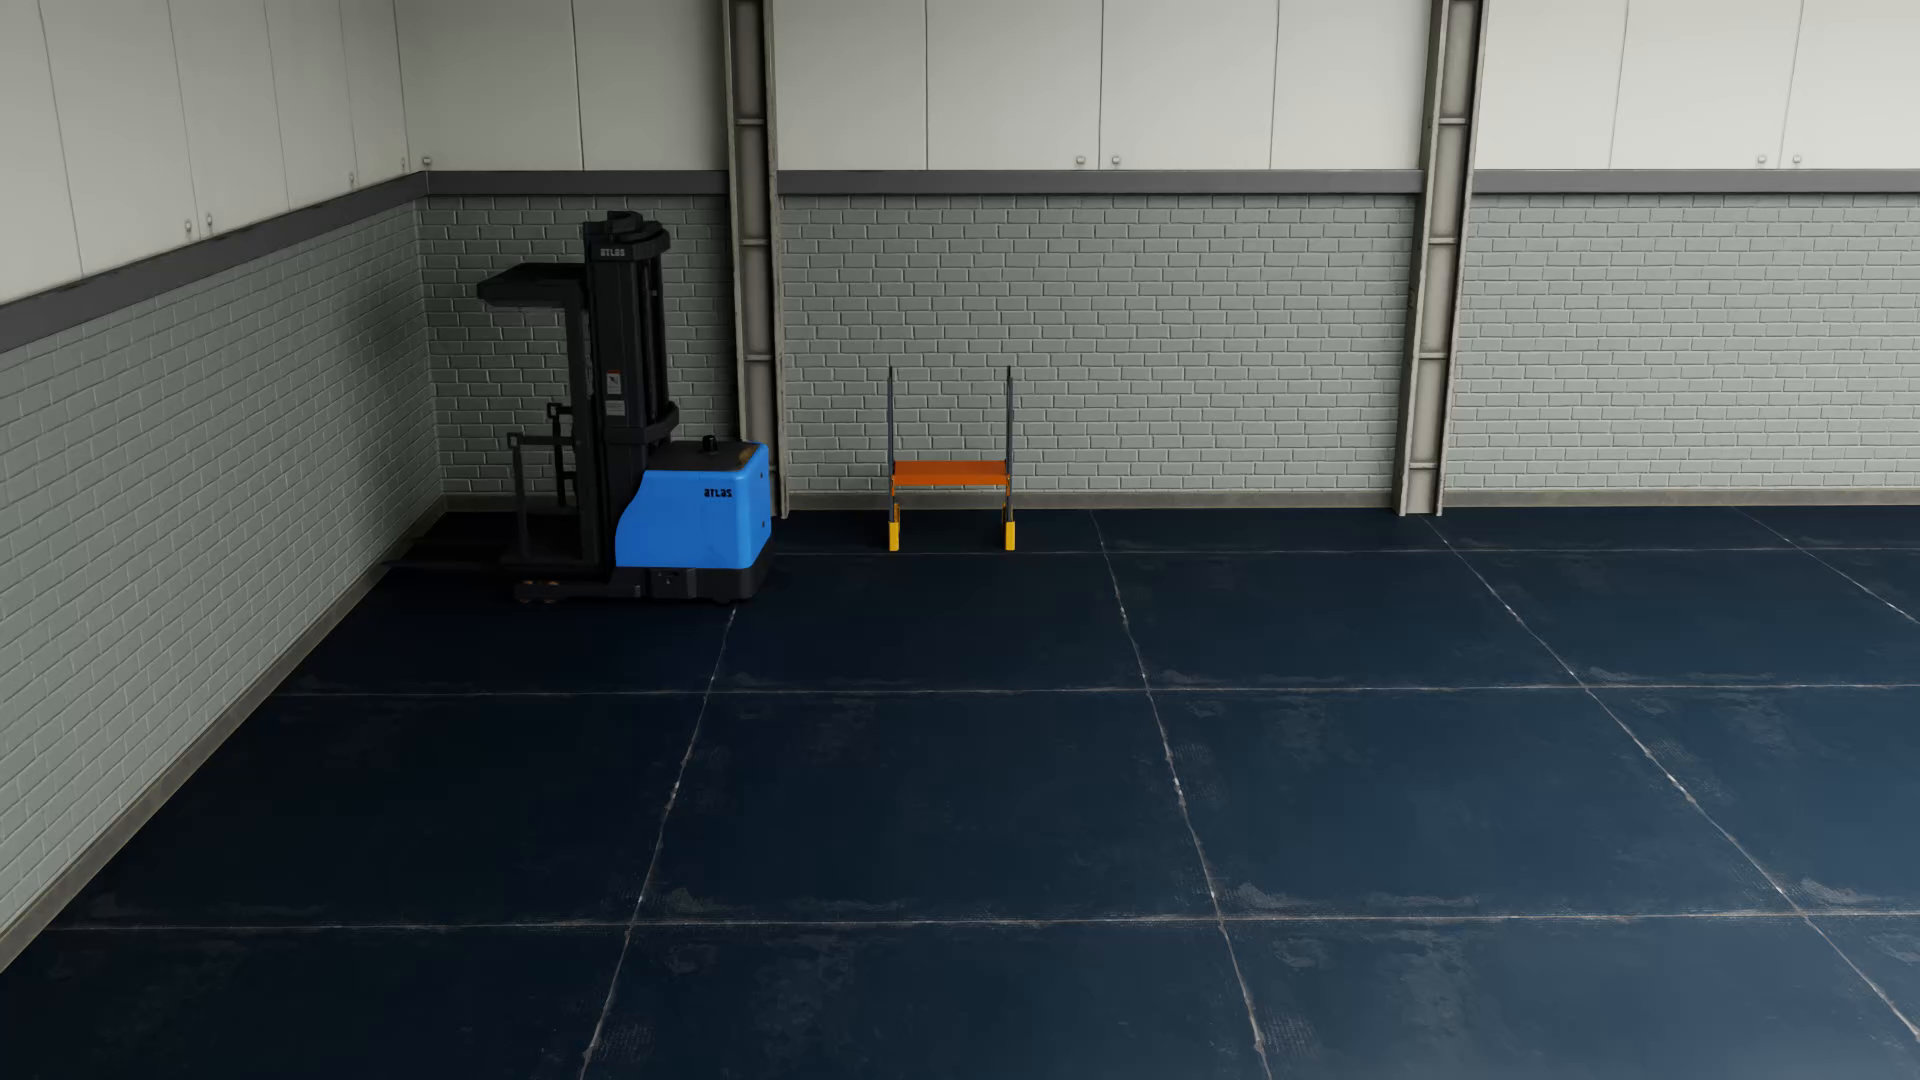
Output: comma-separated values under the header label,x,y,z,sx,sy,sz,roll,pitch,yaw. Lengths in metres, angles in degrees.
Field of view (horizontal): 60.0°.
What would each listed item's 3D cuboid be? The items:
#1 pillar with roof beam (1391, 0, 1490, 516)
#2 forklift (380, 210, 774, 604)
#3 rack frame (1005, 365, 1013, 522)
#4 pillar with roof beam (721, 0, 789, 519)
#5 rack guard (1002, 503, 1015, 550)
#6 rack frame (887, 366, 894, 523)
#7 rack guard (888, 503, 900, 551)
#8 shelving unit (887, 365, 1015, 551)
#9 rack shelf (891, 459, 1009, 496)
label,x,y,z,sx,sy,sz,roll,pitch,yaw
pillar with roof beam,4.287,-3.239,9.913,0.400,9.000,9.100,0,18,-1
forklift,-3.082,-1.061,13.058,3.031,2.935,1.130,1,18,4
rack frame,0.423,-0.716,14.325,0.032,1.500,0.500,0,18,-1
pillar with roof beam,-1.712,-3.210,9.822,0.400,9.000,9.100,0,18,-1
rack guard,0.422,-0.121,14.516,0.087,0.250,0.587,0,18,-1
rack frame,-0.594,-0.711,14.310,0.032,1.500,0.500,0,18,-1
rack guard,-0.574,-0.116,14.501,0.087,0.250,0.587,0,18,-1
shelving unit,-0.076,-0.714,14.317,1.083,1.500,0.587,0,18,-1
rack shelf,-0.085,-0.542,14.372,1.000,0.185,0.538,0,18,-1
